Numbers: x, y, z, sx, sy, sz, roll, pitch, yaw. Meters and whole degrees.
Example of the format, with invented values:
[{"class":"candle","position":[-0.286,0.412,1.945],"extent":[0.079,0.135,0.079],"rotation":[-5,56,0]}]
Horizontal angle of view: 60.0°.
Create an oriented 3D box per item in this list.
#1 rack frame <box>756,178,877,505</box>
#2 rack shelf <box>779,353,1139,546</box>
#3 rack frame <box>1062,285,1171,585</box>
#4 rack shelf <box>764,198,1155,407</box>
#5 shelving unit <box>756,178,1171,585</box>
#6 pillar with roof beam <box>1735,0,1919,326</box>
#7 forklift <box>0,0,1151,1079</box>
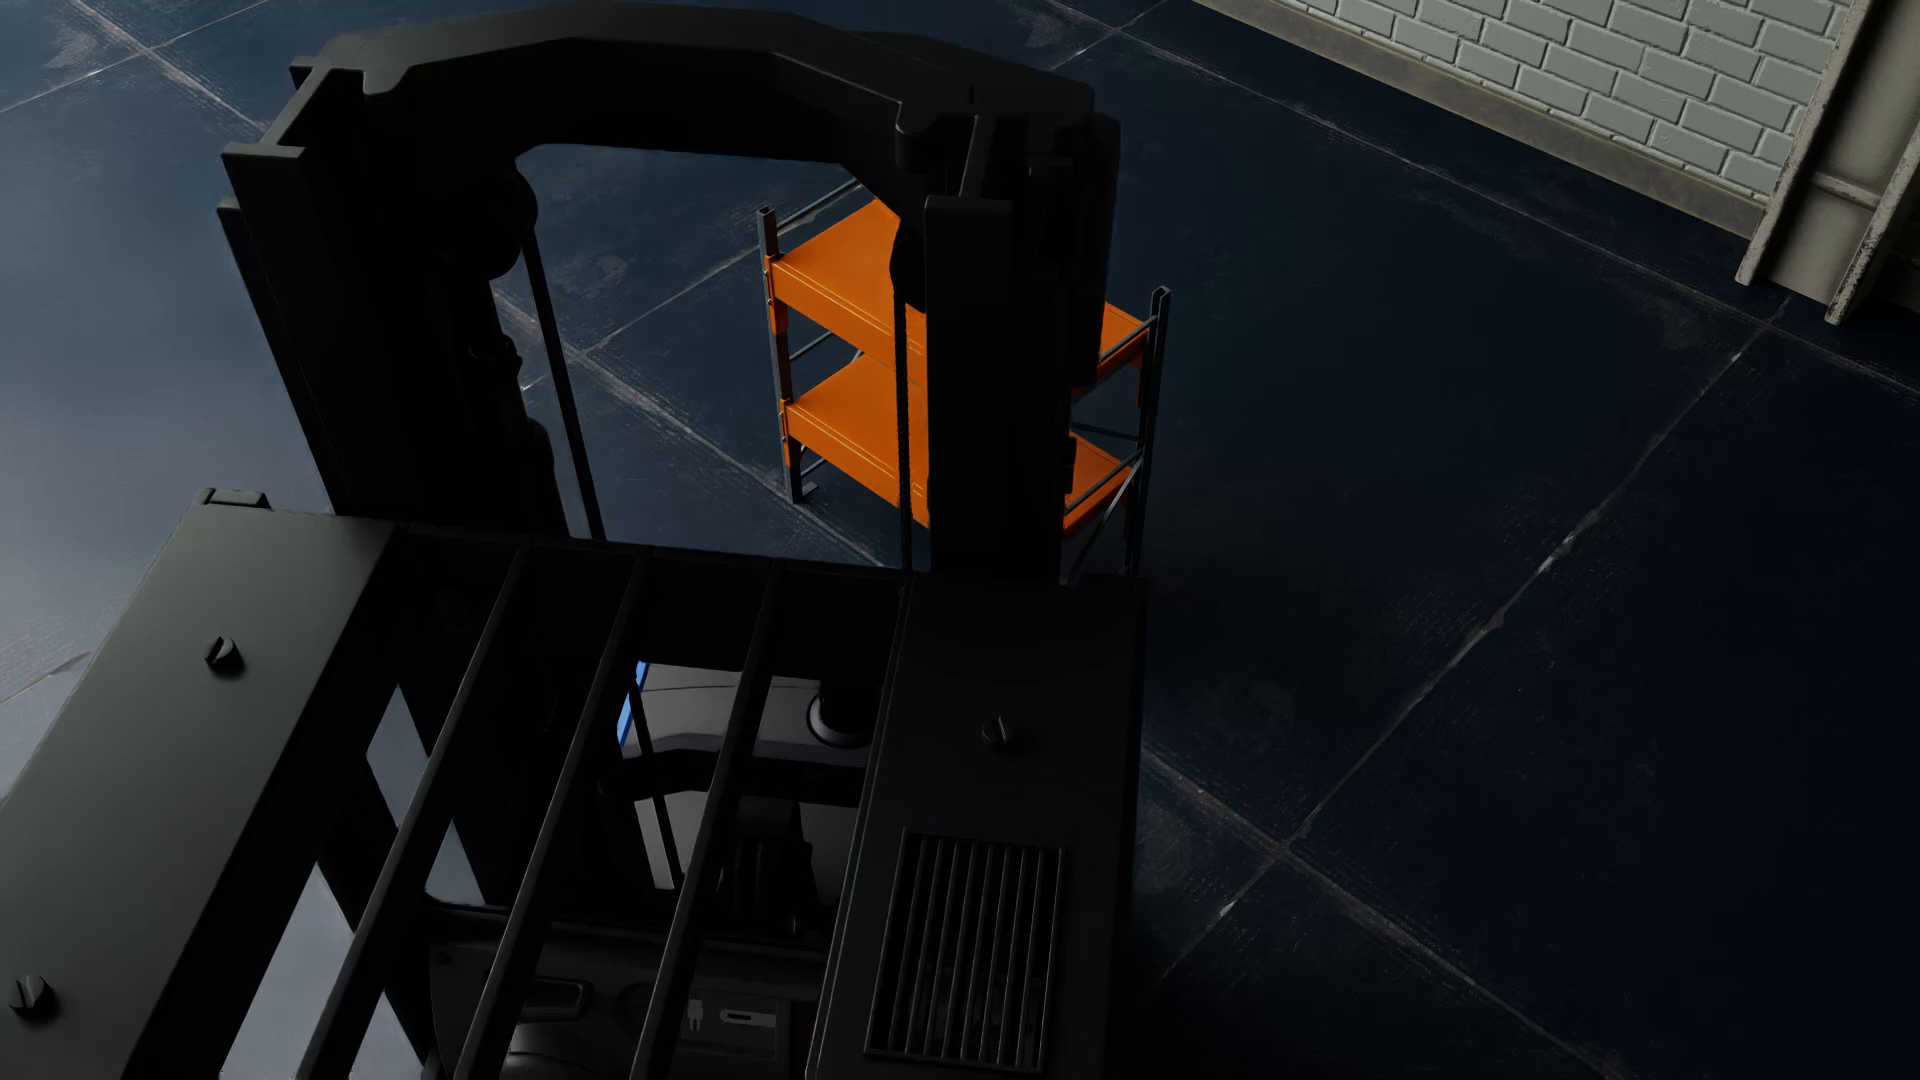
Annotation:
[{"class":"rack frame","position":[-0.379,-0.640,5.079],"extent":[0.032,1.125,0.500],"rotation":[34,55,28]},{"class":"rack shelf","position":[-0.005,-0.221,5.021],"extent":[1.000,0.278,0.538],"rotation":[34,55,28]},{"class":"rack frame","position":[0.369,-0.137,4.607],"extent":[0.032,1.125,0.500],"rotation":[34,55,28]},{"class":"rack shelf","position":[-0.005,-0.589,4.630],"extent":[1.000,0.278,0.538],"rotation":[34,55,28]},{"class":"shelving unit","position":[-0.005,-0.388,4.843],"extent":[1.048,1.125,0.538],"rotation":[34,55,28]},{"class":"pillar with roof beam","position":[0.195,-1.721,0.693],"extent":[0.400,9.000,9.100],"rotation":[34,55,28]},{"class":"forklift","position":[-0.369,0.914,2.381],"extent":[1.130,2.935,3.031],"rotation":[5,47,5]}]
